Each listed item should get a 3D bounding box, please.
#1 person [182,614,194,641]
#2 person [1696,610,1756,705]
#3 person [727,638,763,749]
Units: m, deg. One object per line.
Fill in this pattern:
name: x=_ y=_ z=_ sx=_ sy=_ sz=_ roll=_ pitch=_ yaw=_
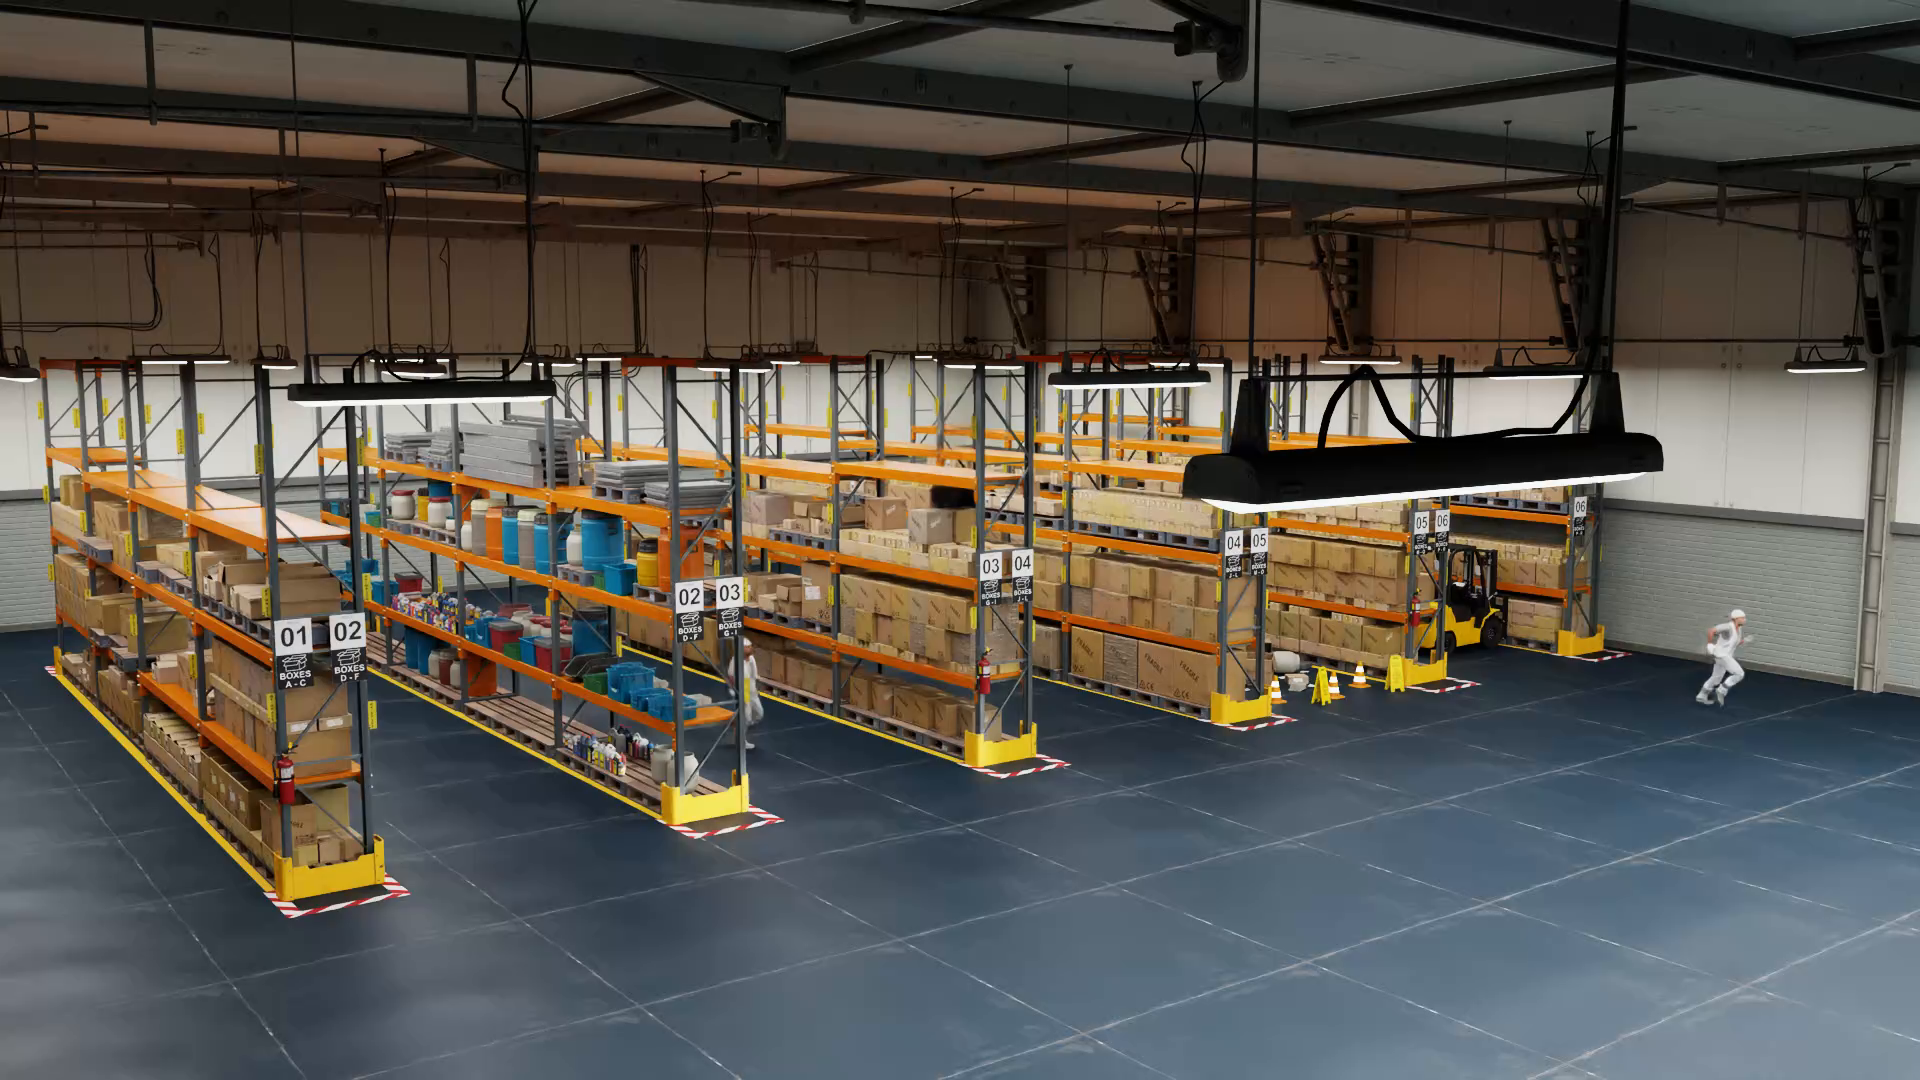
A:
person: x=-15.513 y=1.549 z=33.148 sx=0.611 sy=1.641 sz=0.736 roll=2 pitch=7 yaw=18
person: x=13.191 y=2.023 z=28.641 sx=0.885 sy=1.700 sz=0.642 roll=5 pitch=8 yaw=35
person: x=-3.332 y=2.377 z=25.754 sx=0.590 sy=1.740 sz=0.682 roll=4 pitch=8 yaw=27
